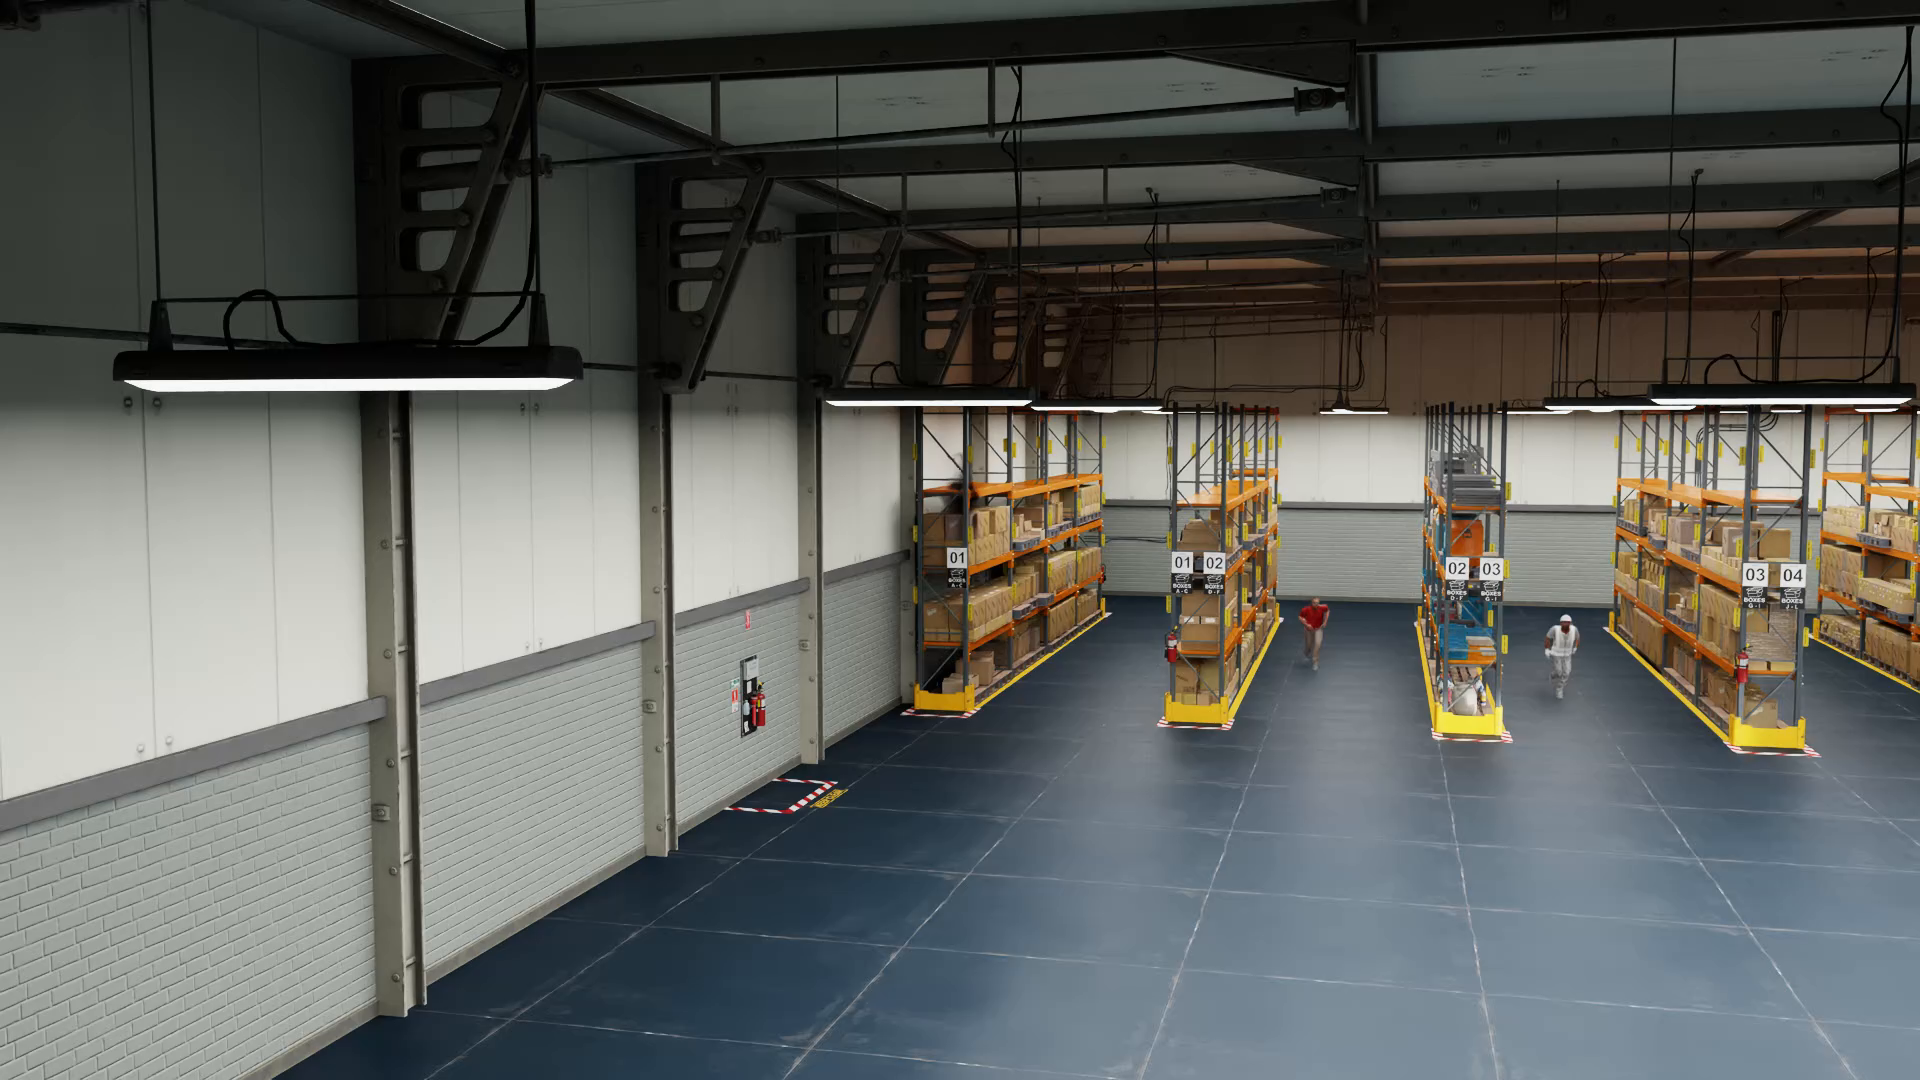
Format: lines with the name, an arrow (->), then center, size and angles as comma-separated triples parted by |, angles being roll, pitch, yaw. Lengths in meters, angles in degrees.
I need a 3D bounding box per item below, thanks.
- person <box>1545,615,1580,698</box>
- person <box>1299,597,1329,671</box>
person -> 12.329, 2.360, 34.050 | 0.660, 1.709, 0.746 | 0, 4, -4
person -> 8.073, 2.112, 38.091 | 0.704, 1.696, 1.023 | 0, 4, -3
